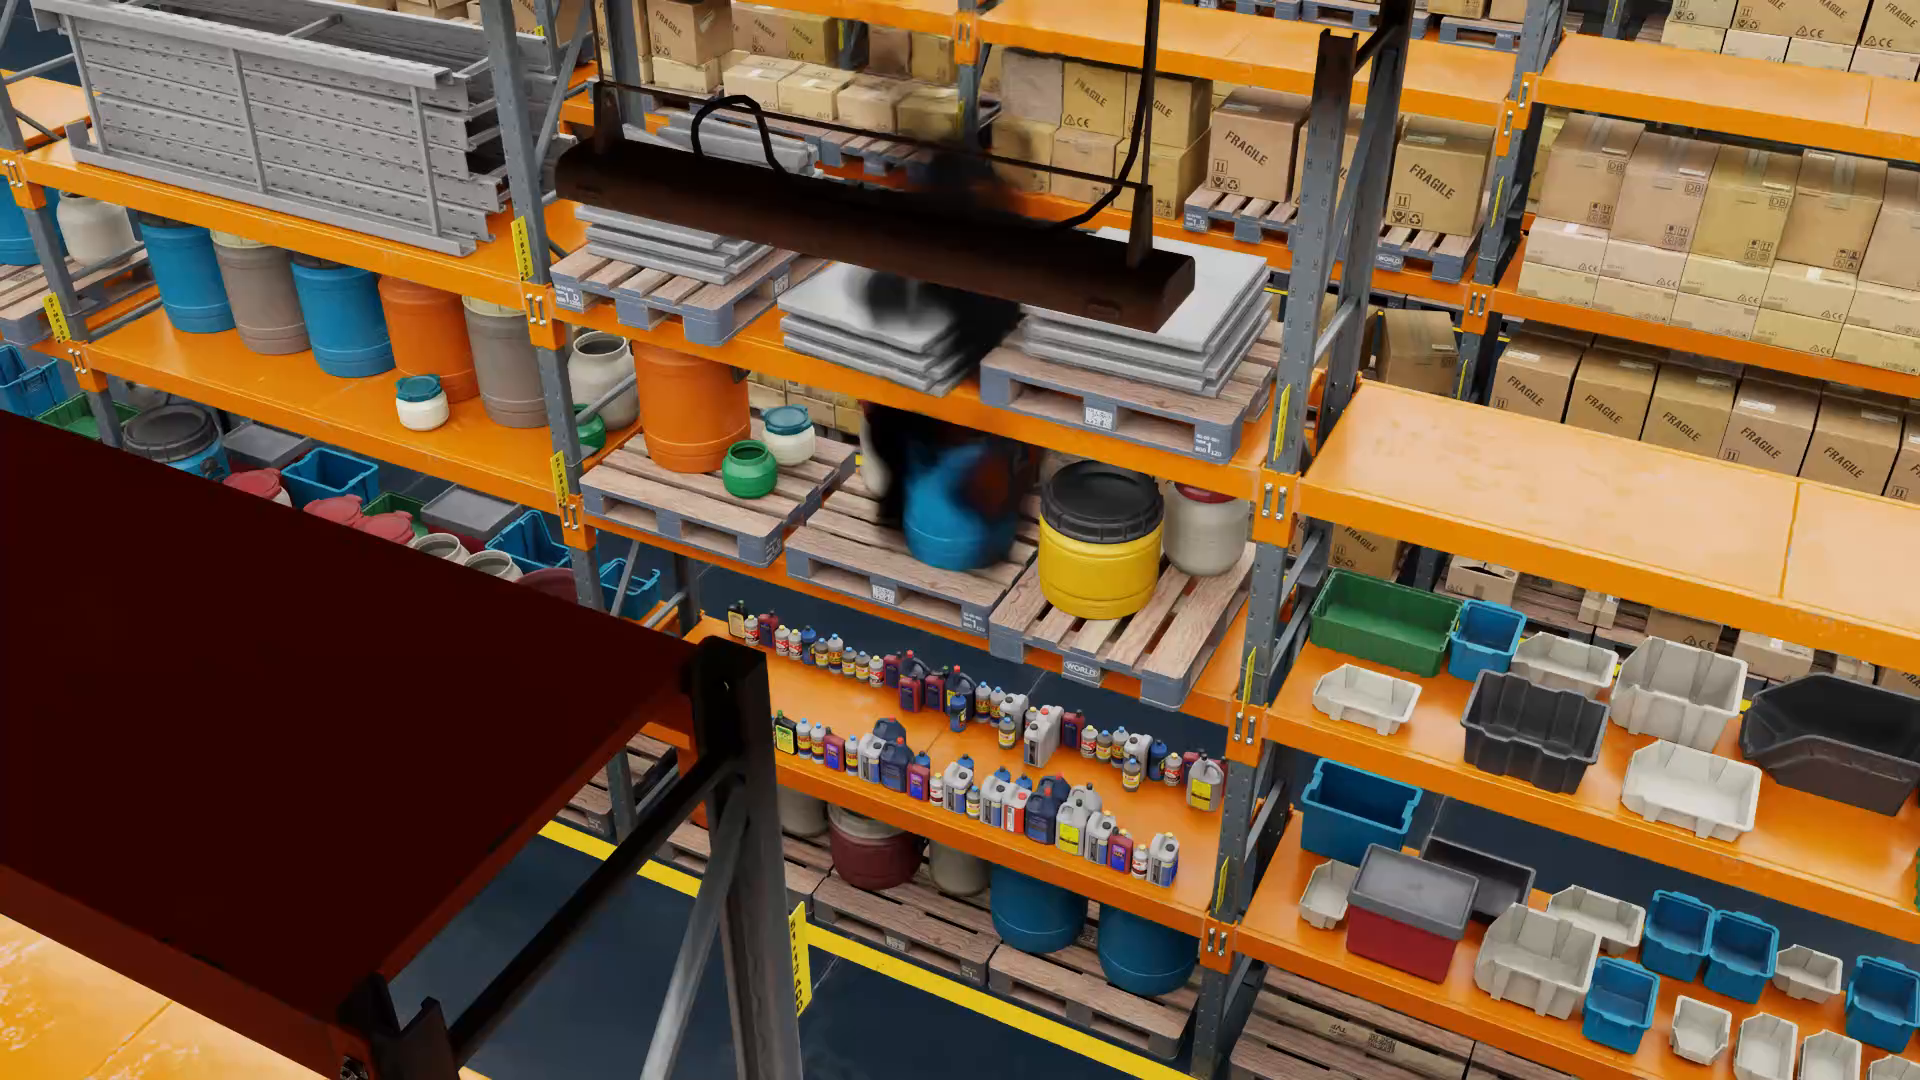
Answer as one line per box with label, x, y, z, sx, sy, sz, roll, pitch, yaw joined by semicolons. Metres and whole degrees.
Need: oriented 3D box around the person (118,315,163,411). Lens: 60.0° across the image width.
person;-7.022;-1.388;14.424;0.508;1.667;0.619;12;37;16
